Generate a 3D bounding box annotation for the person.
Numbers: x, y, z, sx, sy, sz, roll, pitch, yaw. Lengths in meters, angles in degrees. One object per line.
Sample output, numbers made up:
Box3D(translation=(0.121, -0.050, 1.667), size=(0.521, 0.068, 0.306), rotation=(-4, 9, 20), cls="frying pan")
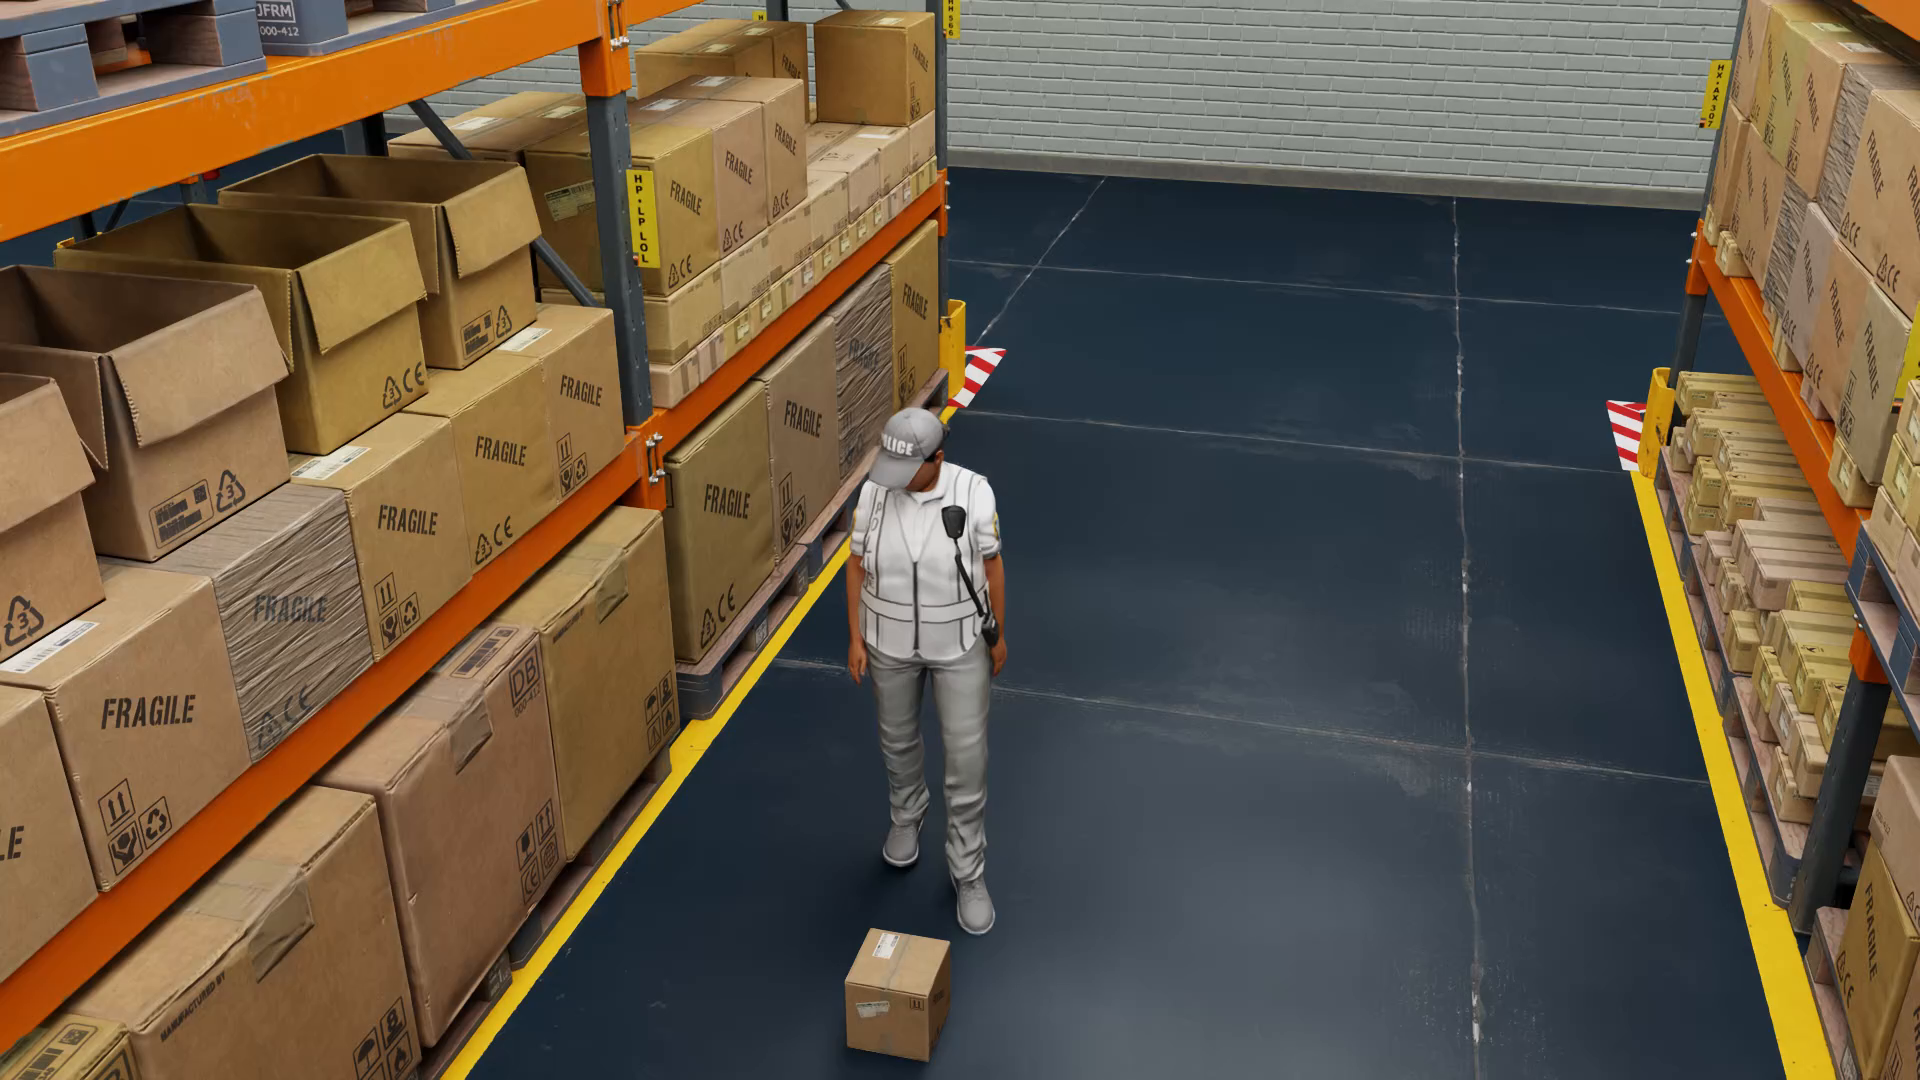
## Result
Box3D(translation=(-0.119, 0.390, 5.290), size=(0.535, 1.675, 0.573), rotation=(4, 26, 8), cls="person")
